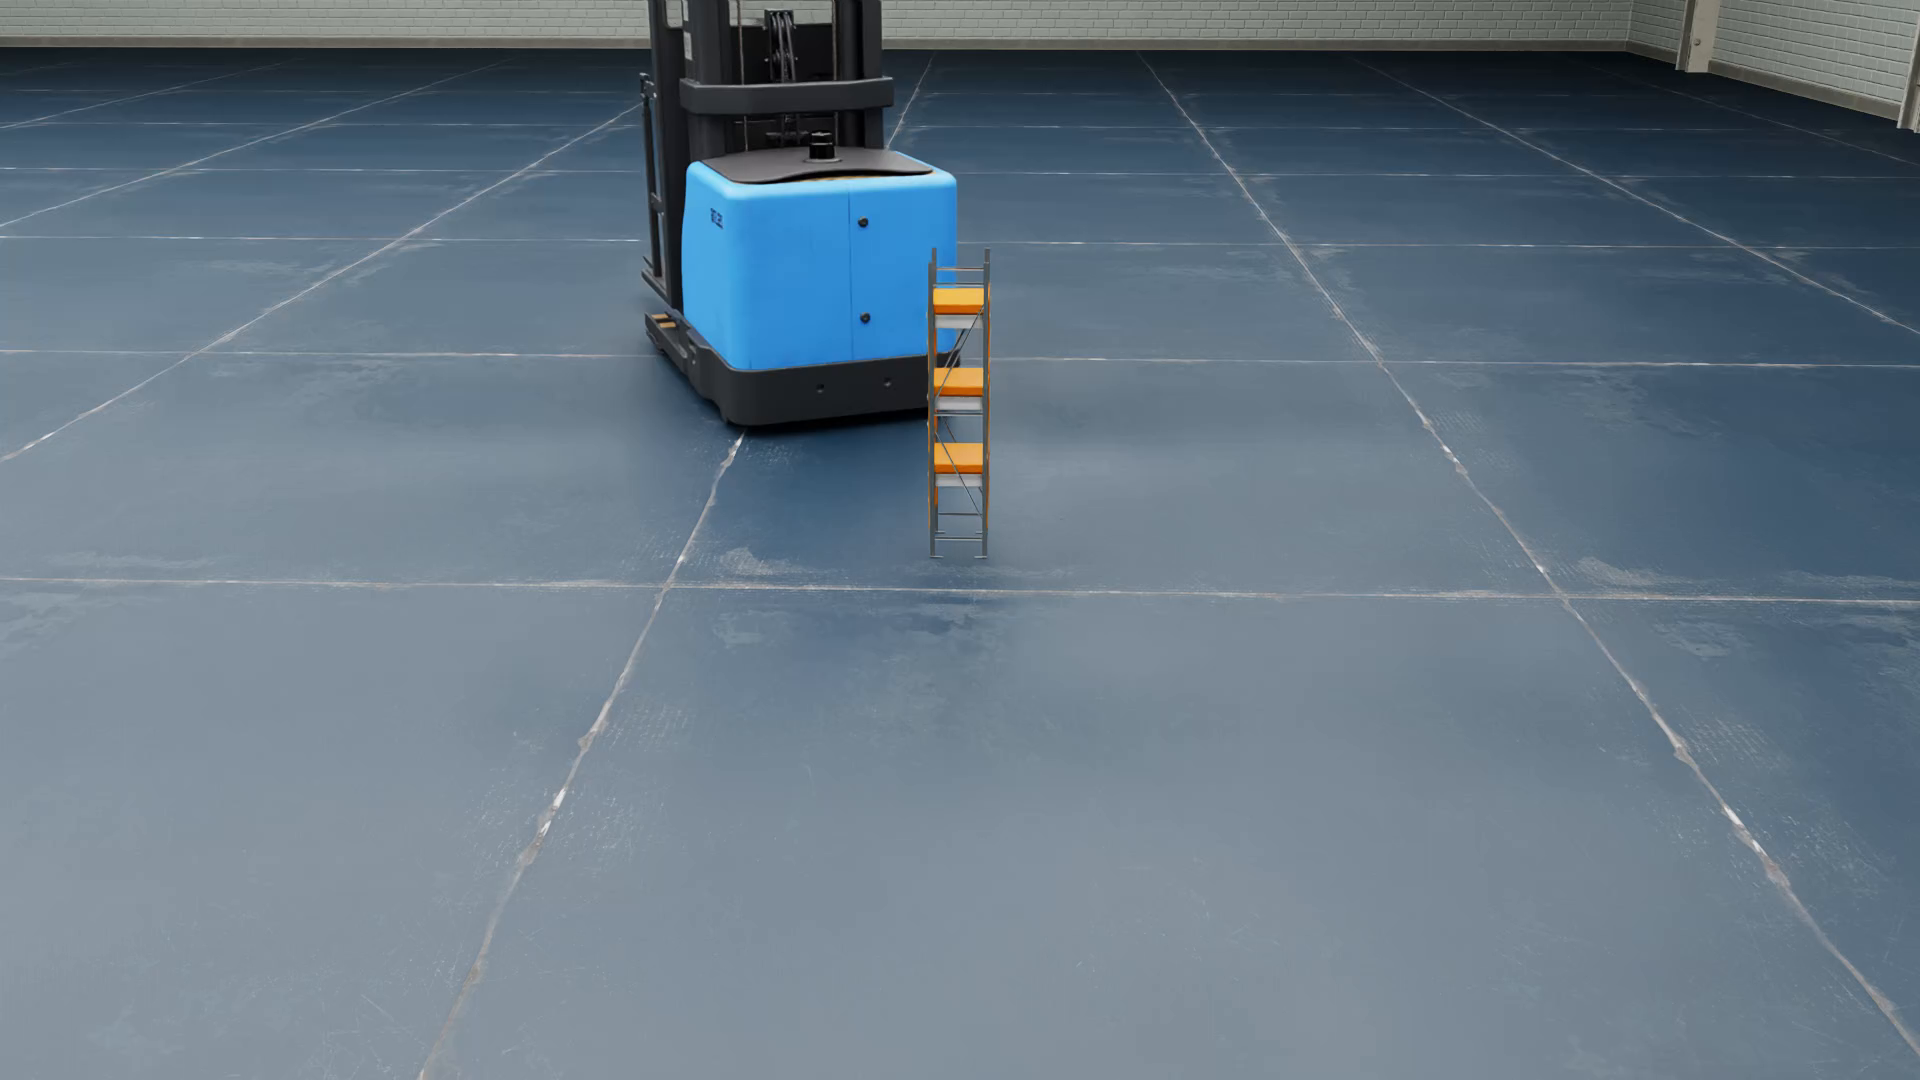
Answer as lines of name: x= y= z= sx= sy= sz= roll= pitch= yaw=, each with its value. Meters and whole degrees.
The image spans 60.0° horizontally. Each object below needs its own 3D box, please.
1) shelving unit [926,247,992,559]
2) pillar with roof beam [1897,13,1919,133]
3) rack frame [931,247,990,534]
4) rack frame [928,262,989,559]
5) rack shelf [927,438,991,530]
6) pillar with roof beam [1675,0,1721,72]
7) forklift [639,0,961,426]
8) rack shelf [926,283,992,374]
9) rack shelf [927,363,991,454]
shelving unit: x=-0.002 y=-0.470 z=5.789 sx=0.215 sy=1.050 sz=0.252 roll=1 pitch=21 yaw=2
pillar with roof beam: x=5.251 y=-8.311 z=15.009 sx=9.100 sy=9.000 sz=0.400 roll=1 pitch=21 yaw=2
rack frame: x=0.002 y=-0.514 z=5.903 sx=0.200 sy=1.050 sz=0.008 roll=1 pitch=21 yaw=2
rack frame: x=-0.005 y=-0.426 z=5.675 sx=0.200 sy=1.050 sz=0.008 roll=1 pitch=21 yaw=2
rack shelf: x=-0.002 y=-0.201 z=5.894 sx=0.215 sy=0.259 sz=0.240 roll=1 pitch=21 yaw=2
pillar with roof beam: x=5.433 y=-10.481 z=20.600 sx=9.100 sy=9.000 sz=0.400 roll=1 pitch=21 yaw=2
forklift: x=-0.991 y=-2.354 z=8.045 sx=1.130 sy=2.935 sz=3.031 roll=-8 pitch=23 yaw=-19
rack shelf: x=-0.002 y=-0.725 z=5.690 sx=0.215 sy=0.259 sz=0.240 roll=1 pitch=21 yaw=2
rack shelf: x=-0.002 y=-0.460 z=5.793 sx=0.215 sy=0.259 sz=0.240 roll=1 pitch=21 yaw=2
